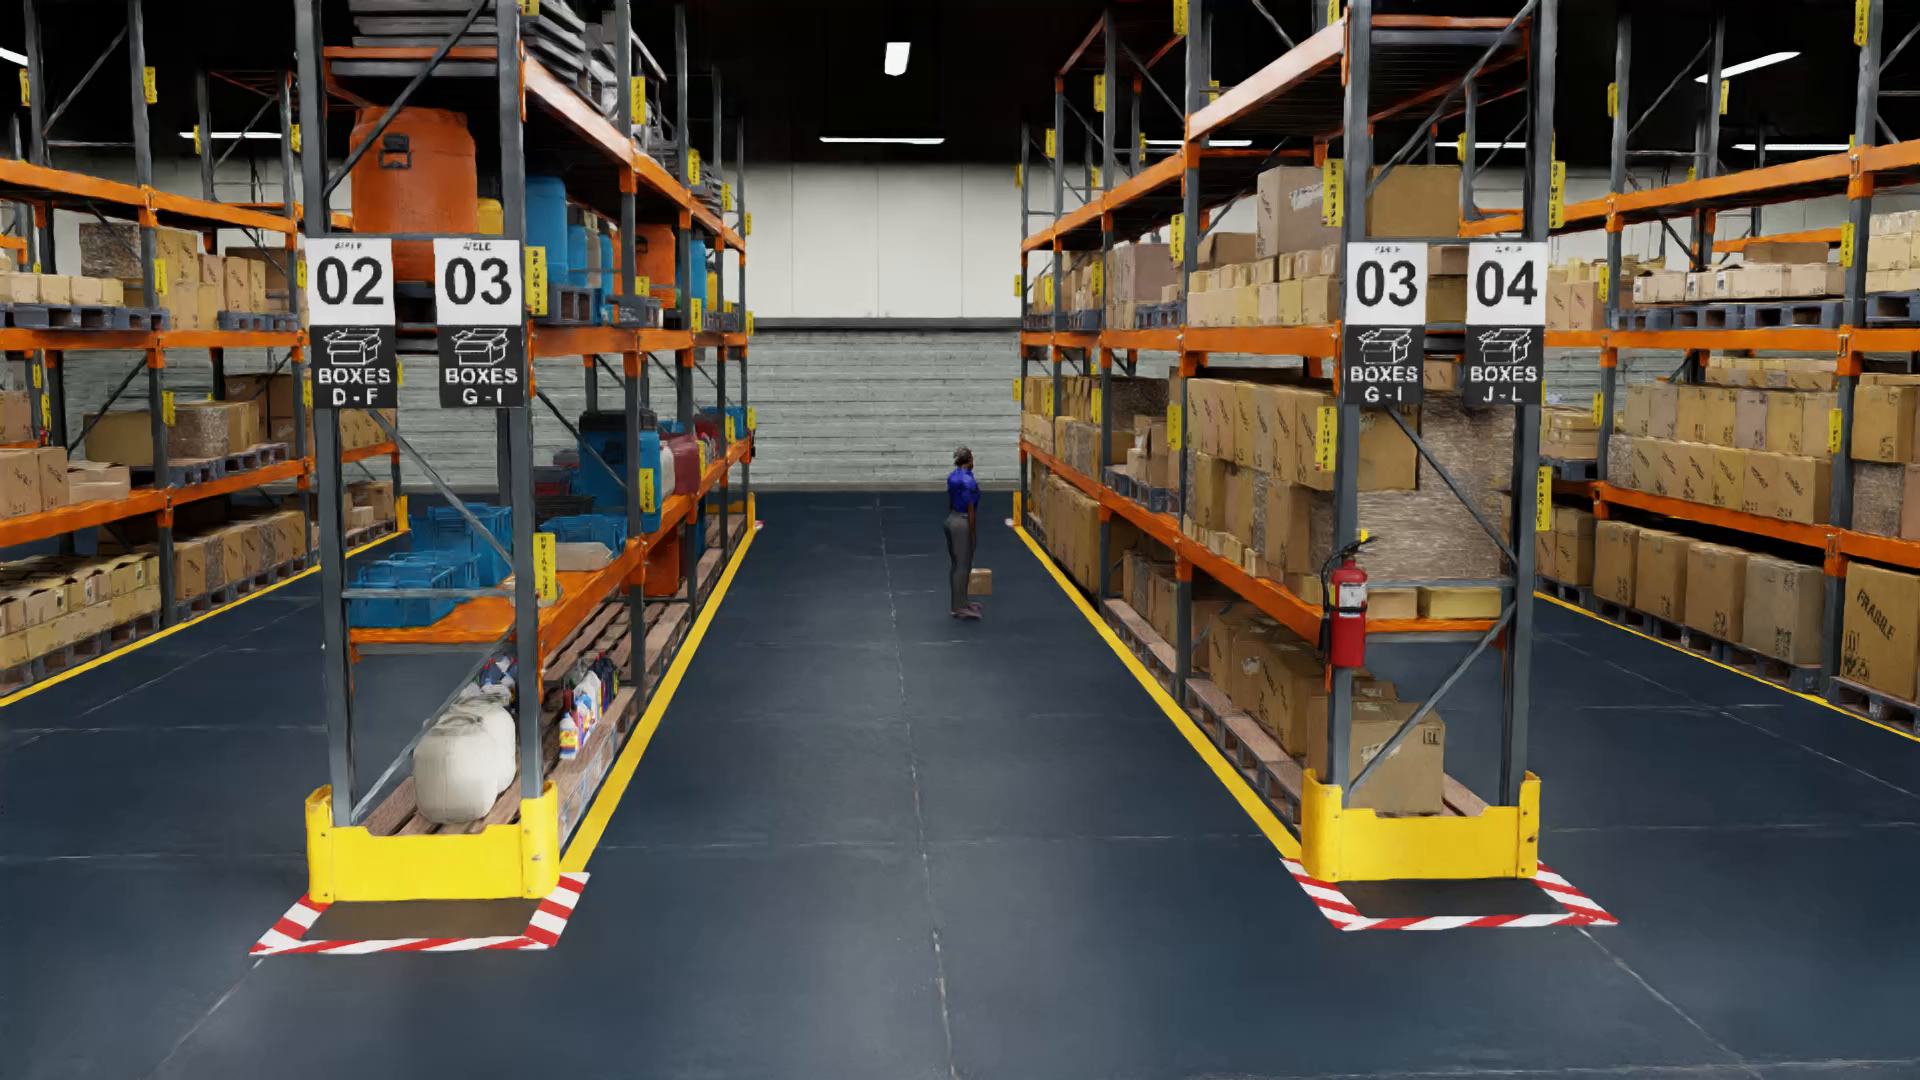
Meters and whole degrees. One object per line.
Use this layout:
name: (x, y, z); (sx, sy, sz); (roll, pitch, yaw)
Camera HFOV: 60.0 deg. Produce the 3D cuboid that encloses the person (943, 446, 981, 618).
person: (0.069, -0.092, 16.318); (0.437, 1.666, 0.535); (-3, 8, -25)
